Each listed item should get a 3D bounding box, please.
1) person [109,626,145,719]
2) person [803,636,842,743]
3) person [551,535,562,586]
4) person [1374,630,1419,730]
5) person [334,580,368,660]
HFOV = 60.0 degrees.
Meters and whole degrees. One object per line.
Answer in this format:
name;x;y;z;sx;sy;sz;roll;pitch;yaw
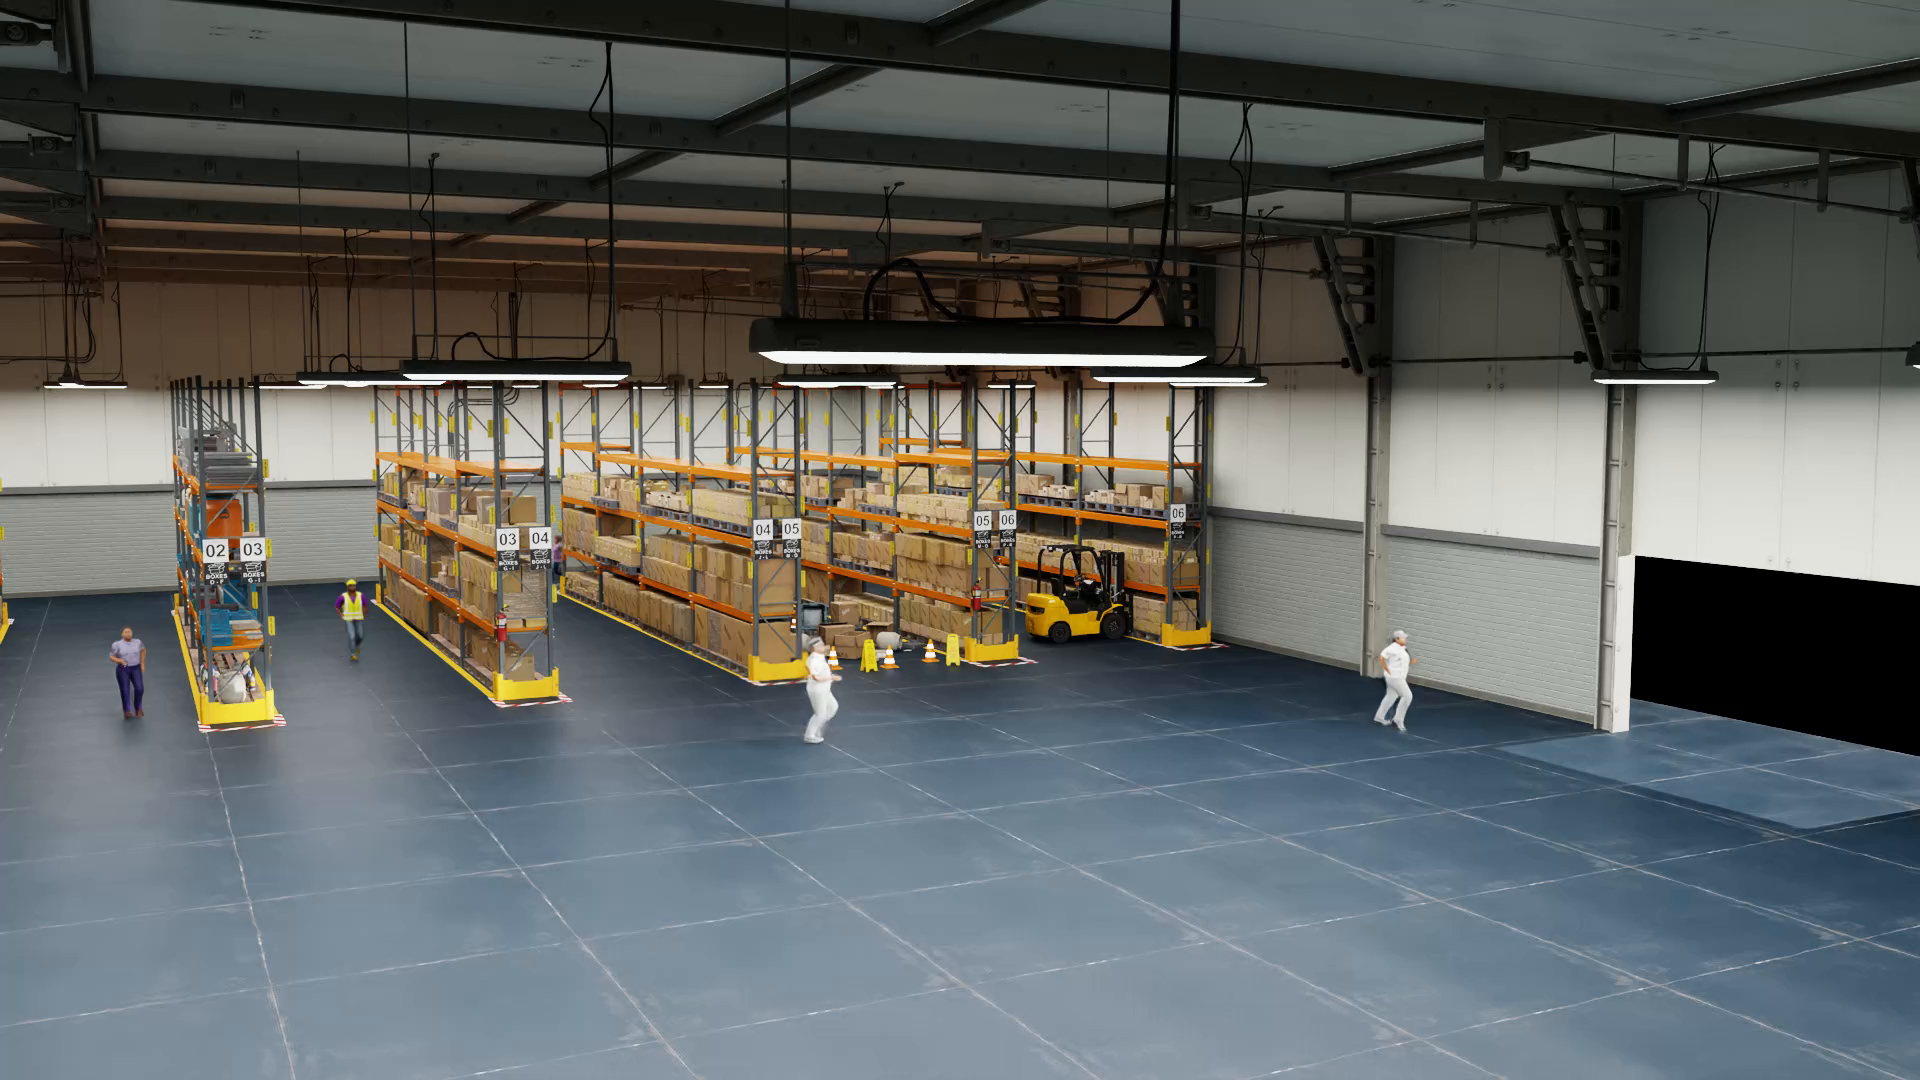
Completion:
person;-14.552;2.335;29.096;0.576;1.664;0.668;-3;6;-34
person;-2.233;2.439;27.123;0.645;1.760;0.640;0;5;2
person;-11.767;0.638;48.473;0.708;1.581;0.678;-4;7;-41
person;7.451;2.399;28.403;0.726;1.716;0.572;2;6;24
person;-13.011;1.702;35.599;0.700;1.716;0.625;-3;6;-31
